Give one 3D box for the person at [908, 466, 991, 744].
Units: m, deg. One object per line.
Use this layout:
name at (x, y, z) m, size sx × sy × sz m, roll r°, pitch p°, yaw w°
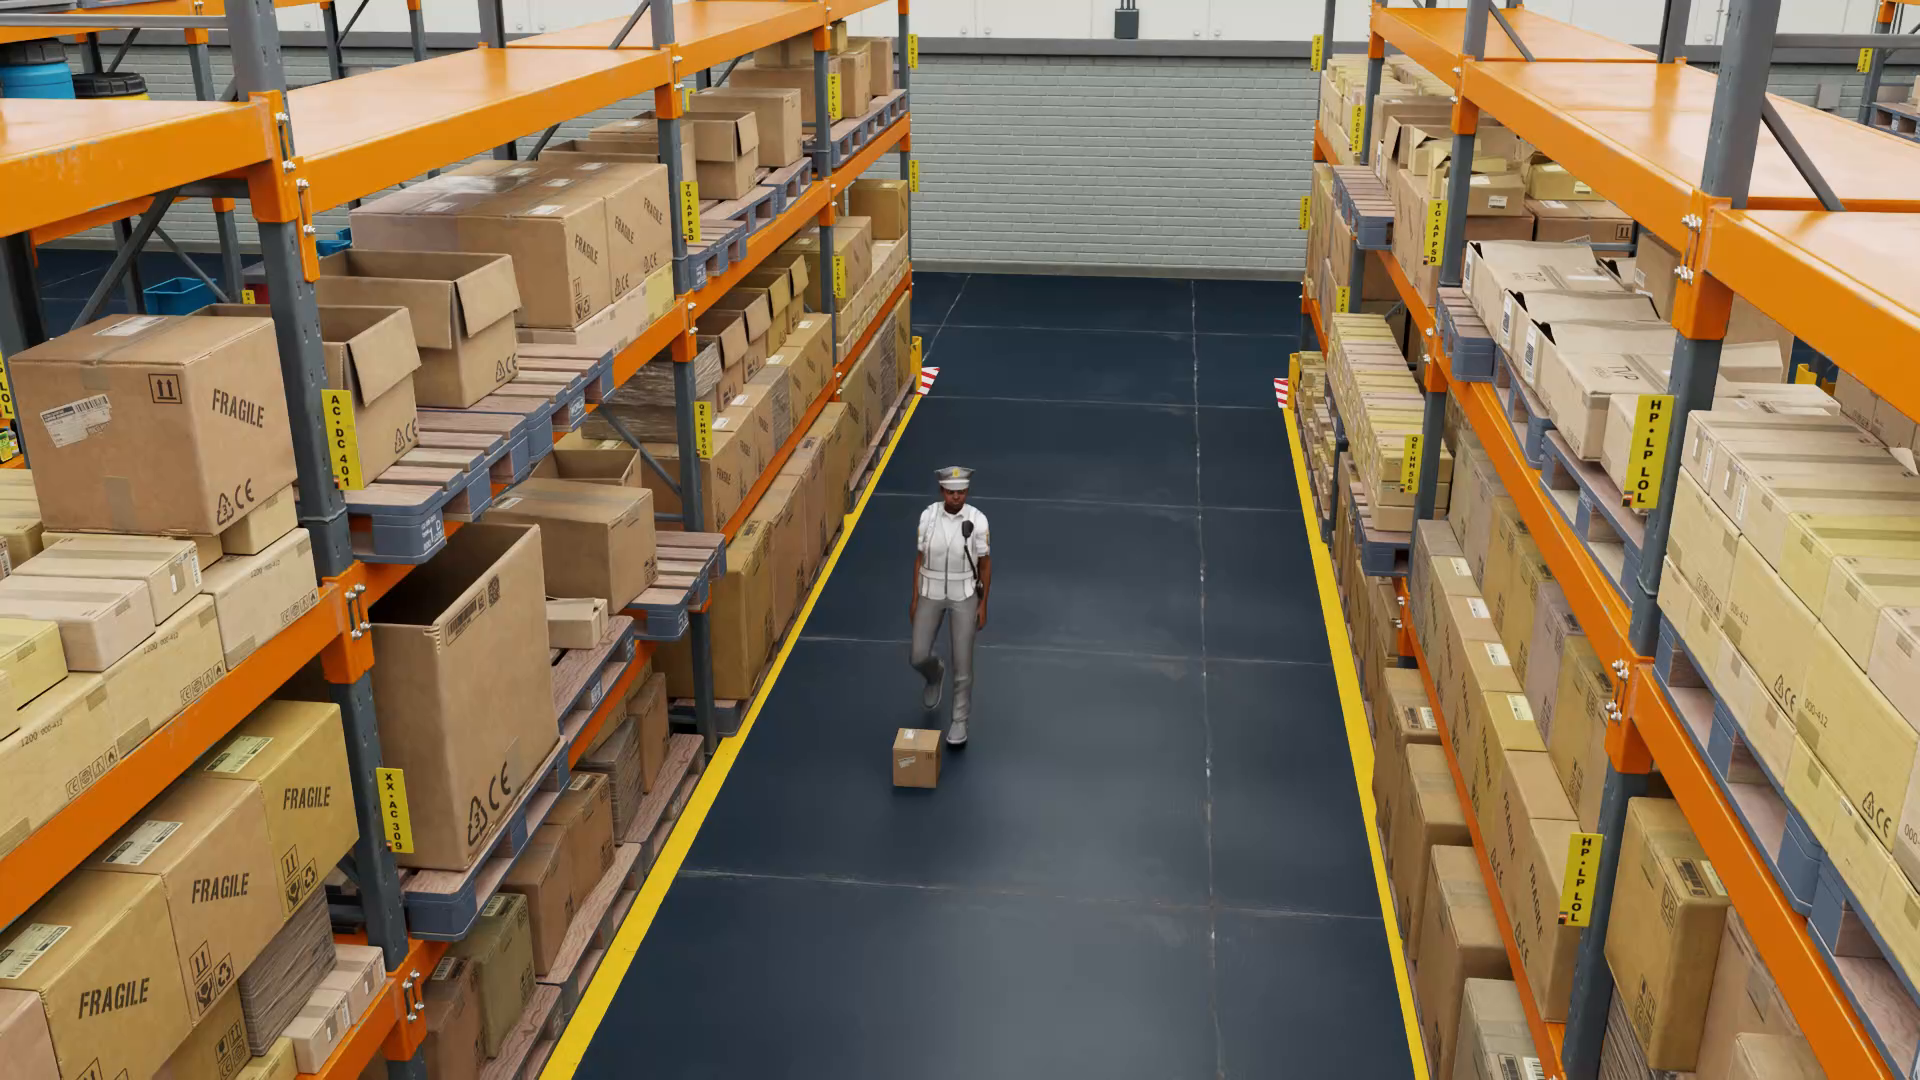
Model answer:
person at (-0.066, 0.361, 10.057) m, size 0.496 × 1.678 × 0.583 m, roll 3°, pitch 22°, yaw 8°
